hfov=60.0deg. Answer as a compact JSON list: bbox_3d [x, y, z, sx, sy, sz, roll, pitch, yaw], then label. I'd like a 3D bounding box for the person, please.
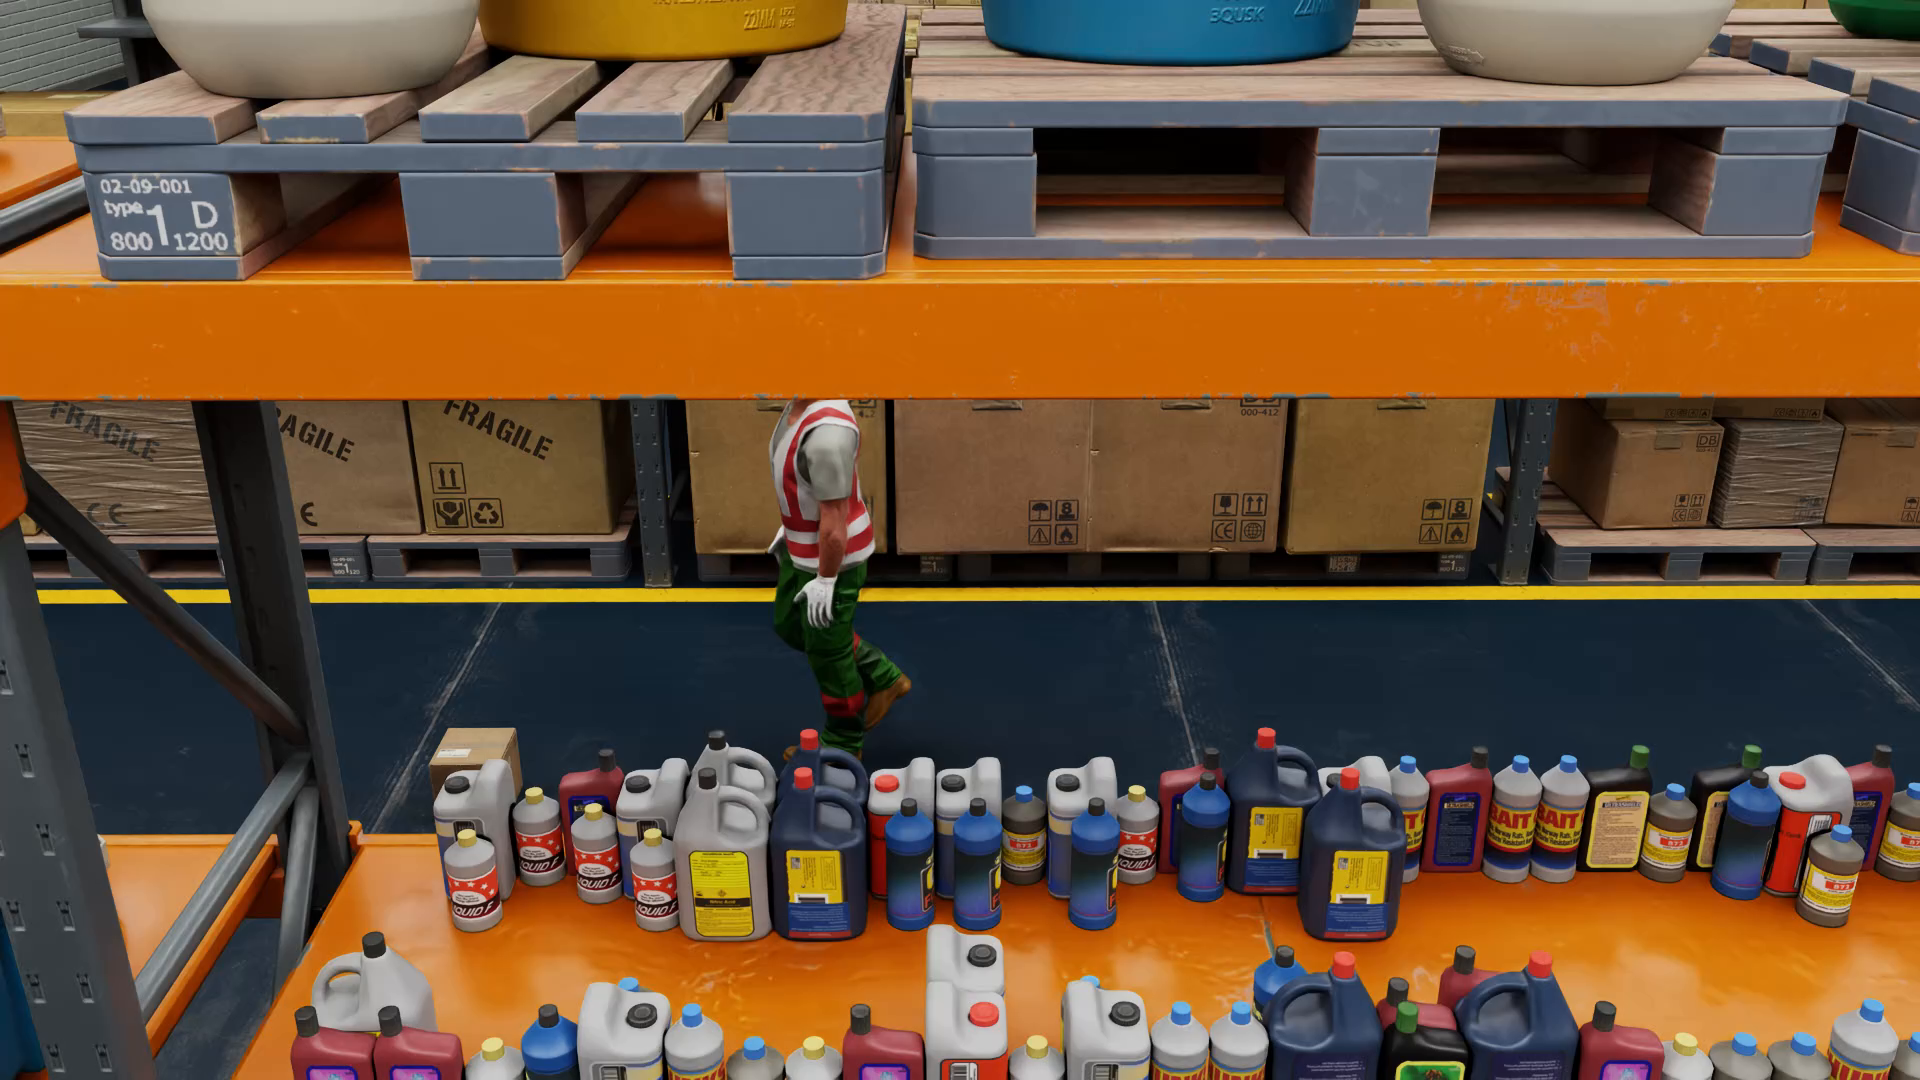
[{"bbox_3d":[-0.425,0.041,5.943,0.550,1.784,0.597,-5,24,-11],"label":"person"}]
